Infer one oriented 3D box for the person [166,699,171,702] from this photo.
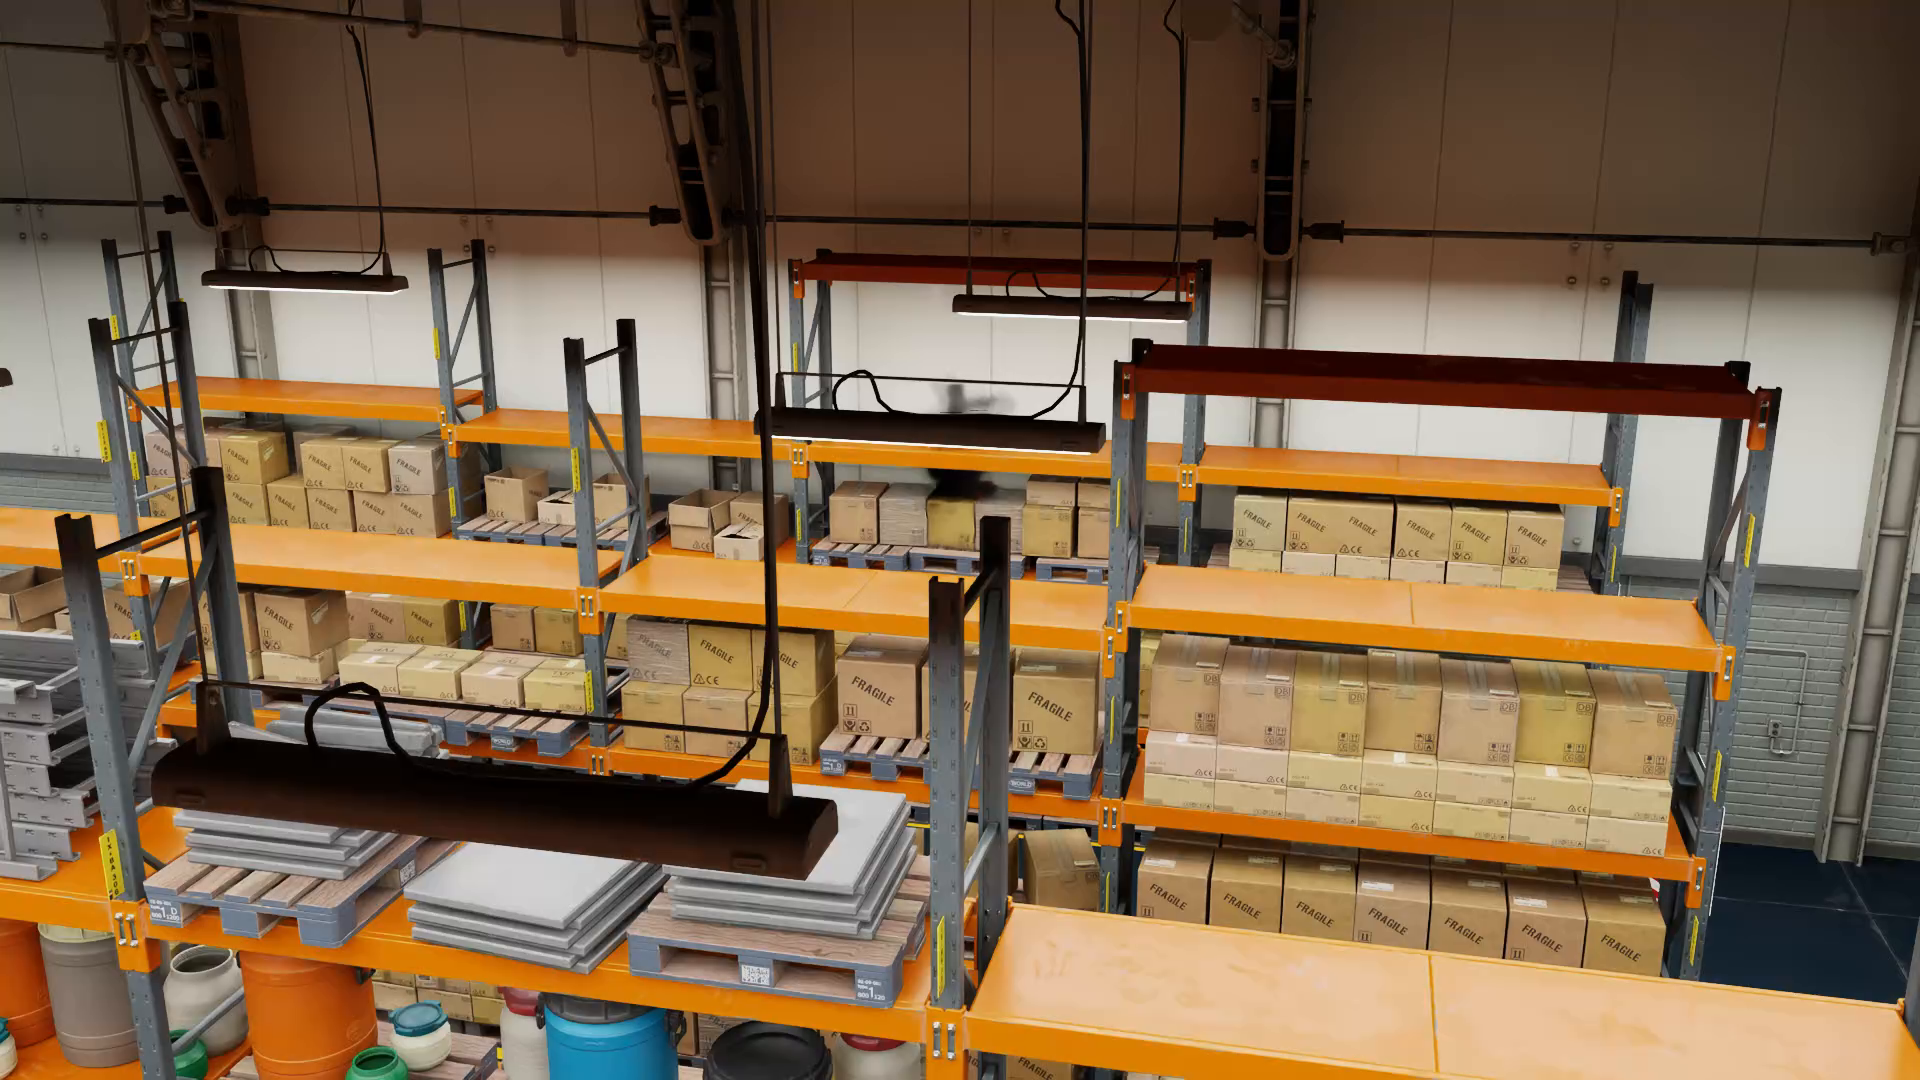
[{"bbox_3d":[-8.168,2.383,17.078,0.918,1.750,0.668,1,16,3],"label":"person"}]
